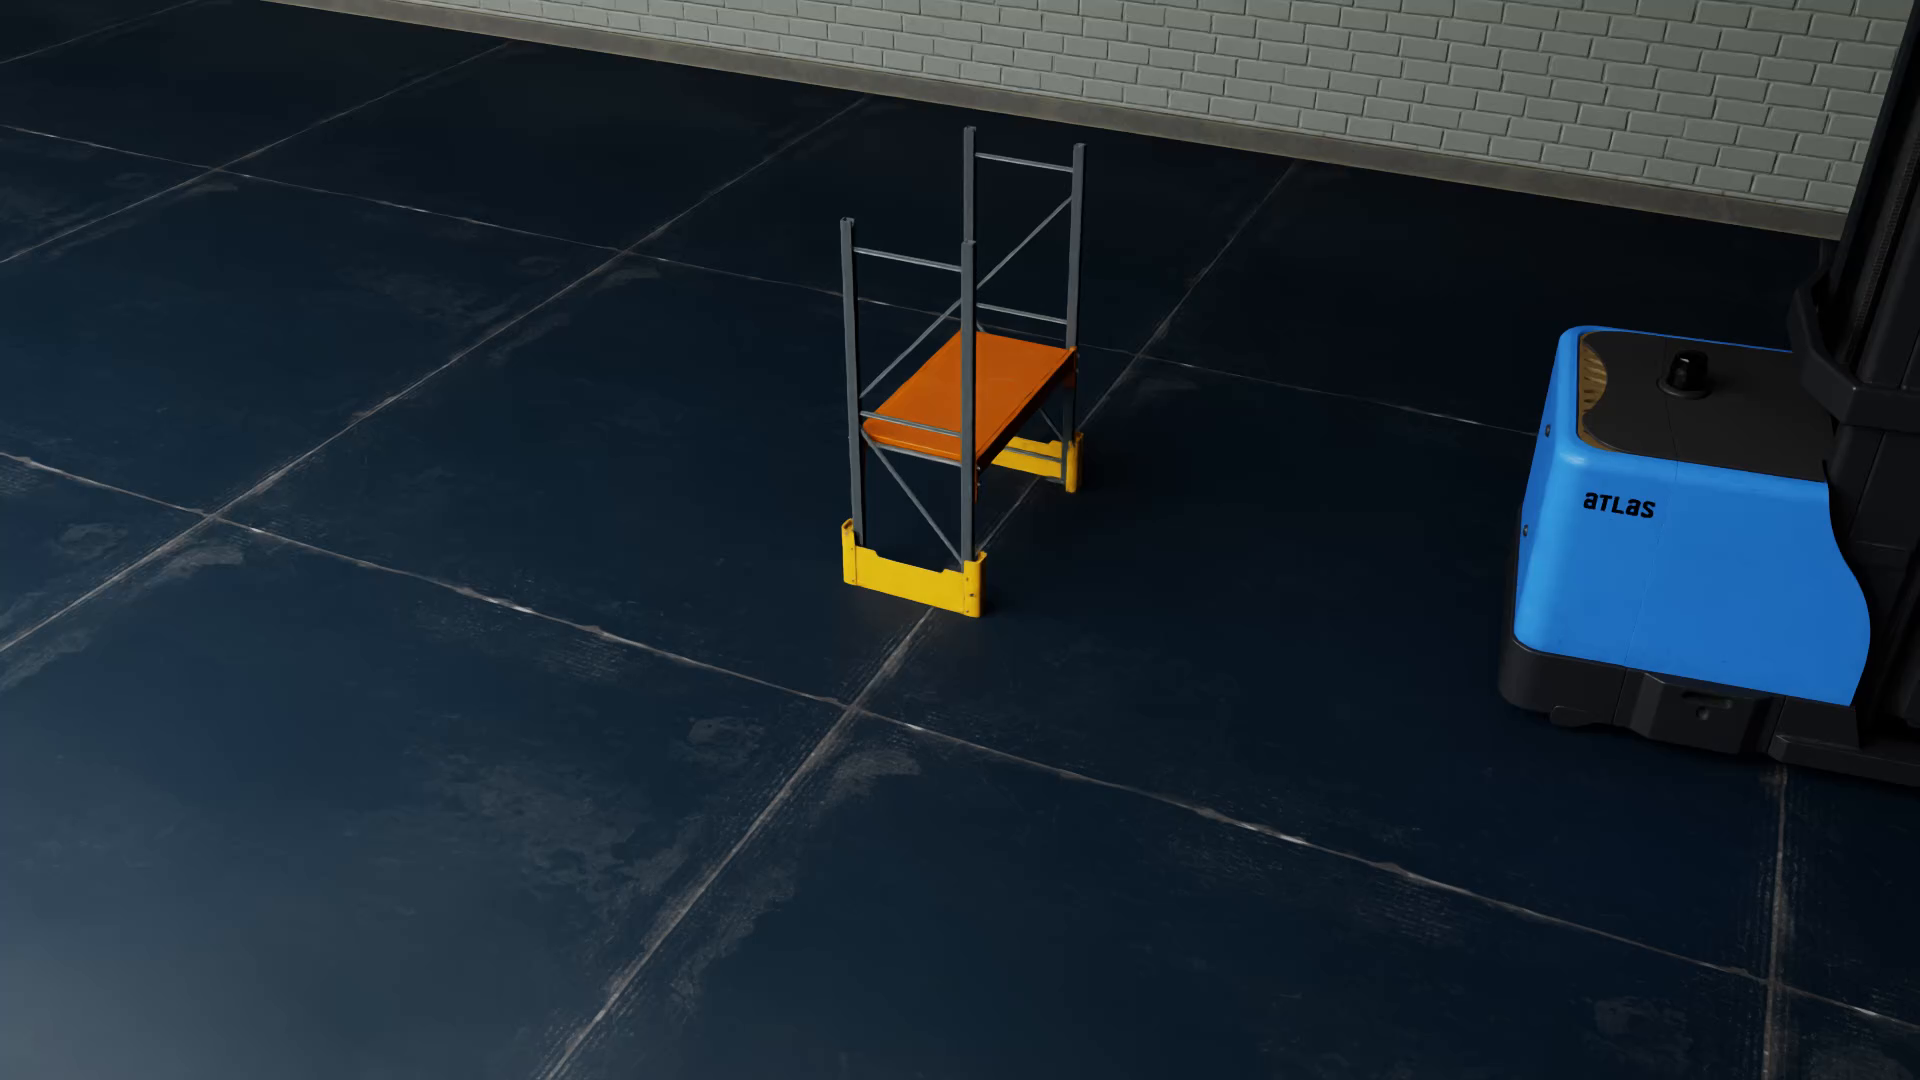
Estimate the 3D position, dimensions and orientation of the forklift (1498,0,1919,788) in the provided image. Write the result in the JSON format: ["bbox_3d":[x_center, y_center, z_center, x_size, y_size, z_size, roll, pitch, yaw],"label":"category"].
[{"bbox_3d":[3.458,-0.619,5.021,3.031,2.935,1.130,10,35,15],"label":"forklift"}]

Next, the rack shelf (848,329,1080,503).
[{"bbox_3d":[0.036,-0.519,6.502,0.538,0.185,1.000,14,36,20],"label":"rack shelf"}]

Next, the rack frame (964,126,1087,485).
[{"bbox_3d":[0.248,-0.923,6.790,0.500,1.500,0.032,14,36,20],"label":"rack frame"}]

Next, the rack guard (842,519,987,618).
[{"bbox_3d":[-0.176,0.106,6.361,0.587,0.250,0.087,14,36,20],"label":"rack guard"}]

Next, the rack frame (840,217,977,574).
[{"bbox_3d":[-0.177,-0.417,6.017,0.500,1.500,0.032,14,36,20],"label":"rack frame"}]

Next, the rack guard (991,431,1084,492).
[{"bbox_3d":[0.240,-0.391,7.118,0.587,0.250,0.087,14,36,20],"label":"rack guard"}]

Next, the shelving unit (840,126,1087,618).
[{"bbox_3d":[0.032,-0.665,6.397,0.587,1.500,1.083,14,36,20],"label":"shelving unit"}]
